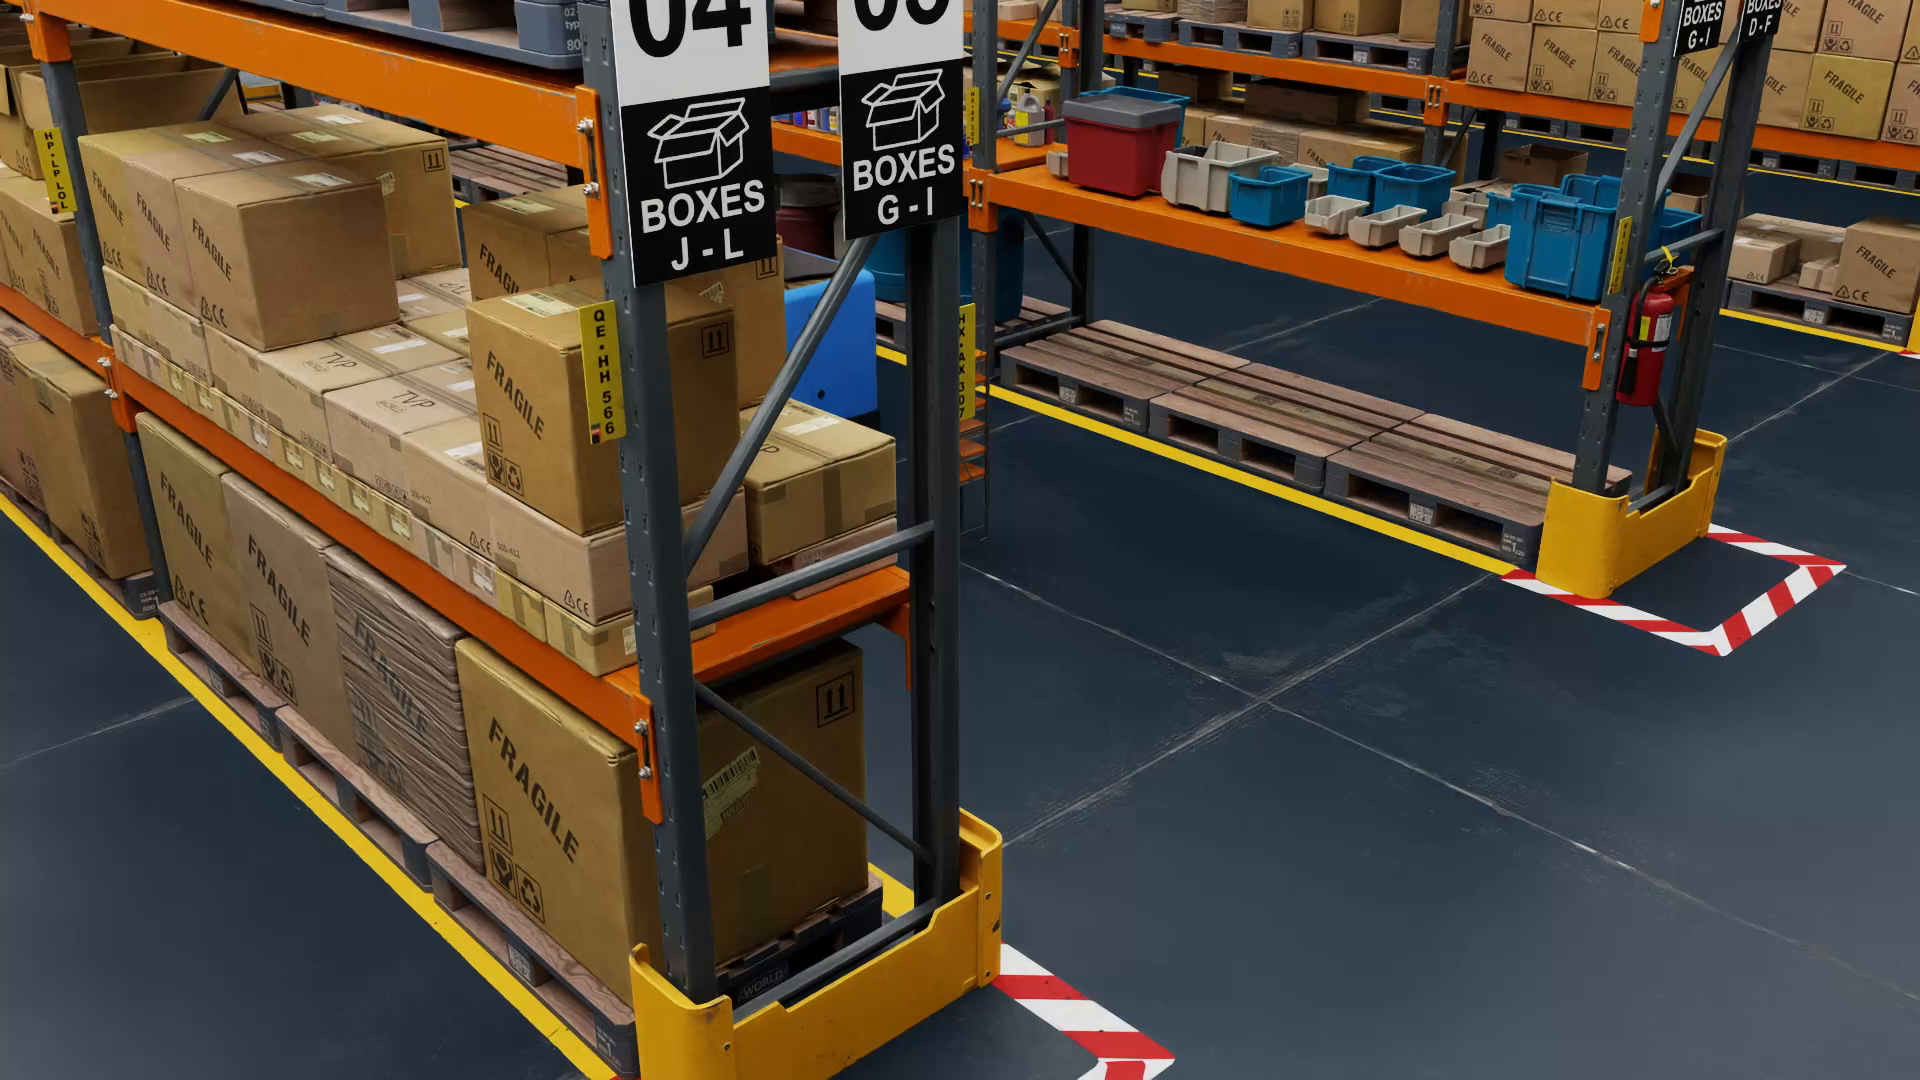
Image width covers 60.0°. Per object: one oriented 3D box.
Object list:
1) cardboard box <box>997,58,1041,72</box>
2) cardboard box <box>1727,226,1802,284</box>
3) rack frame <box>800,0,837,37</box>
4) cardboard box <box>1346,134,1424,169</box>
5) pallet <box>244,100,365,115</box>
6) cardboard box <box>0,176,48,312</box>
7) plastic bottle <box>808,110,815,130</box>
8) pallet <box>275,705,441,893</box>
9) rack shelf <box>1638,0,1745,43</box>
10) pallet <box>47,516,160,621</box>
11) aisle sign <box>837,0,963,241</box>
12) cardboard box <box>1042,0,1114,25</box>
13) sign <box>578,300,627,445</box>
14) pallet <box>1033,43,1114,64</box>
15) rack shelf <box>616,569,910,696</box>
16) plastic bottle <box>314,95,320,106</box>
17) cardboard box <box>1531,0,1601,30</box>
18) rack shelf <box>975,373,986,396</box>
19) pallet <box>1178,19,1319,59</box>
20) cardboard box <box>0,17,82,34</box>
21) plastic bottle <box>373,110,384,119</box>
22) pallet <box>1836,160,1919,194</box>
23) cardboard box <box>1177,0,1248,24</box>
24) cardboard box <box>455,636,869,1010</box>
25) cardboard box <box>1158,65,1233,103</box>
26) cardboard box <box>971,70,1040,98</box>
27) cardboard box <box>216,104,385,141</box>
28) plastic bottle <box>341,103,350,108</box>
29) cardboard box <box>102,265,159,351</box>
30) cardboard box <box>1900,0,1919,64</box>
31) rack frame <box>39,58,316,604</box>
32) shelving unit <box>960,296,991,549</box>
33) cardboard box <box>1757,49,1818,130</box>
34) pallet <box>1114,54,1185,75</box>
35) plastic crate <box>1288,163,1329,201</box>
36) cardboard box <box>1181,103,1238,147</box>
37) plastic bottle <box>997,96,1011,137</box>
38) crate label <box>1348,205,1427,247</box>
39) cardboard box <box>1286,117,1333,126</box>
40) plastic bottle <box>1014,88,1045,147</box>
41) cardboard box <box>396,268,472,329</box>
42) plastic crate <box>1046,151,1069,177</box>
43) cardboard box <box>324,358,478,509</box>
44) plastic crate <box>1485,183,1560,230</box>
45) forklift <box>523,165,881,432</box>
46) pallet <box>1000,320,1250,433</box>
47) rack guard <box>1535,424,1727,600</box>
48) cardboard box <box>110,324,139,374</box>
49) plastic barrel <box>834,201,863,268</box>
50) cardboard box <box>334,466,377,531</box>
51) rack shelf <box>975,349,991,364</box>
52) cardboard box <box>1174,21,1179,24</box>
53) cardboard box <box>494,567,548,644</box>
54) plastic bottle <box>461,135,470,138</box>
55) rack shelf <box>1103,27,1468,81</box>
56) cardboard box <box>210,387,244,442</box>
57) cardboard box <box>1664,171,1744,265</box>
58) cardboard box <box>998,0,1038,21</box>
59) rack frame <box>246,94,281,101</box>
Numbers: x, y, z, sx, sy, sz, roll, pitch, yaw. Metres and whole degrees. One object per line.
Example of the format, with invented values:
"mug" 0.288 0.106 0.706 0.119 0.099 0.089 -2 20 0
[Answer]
"cardboard box" 0.505 -4.878 17.459 0.500 0.311 0.500 -22 33 -40
"cardboard box" 5.650 -2.045 11.902 0.500 0.250 0.500 -21 32 -38
"rack frame" -1.373 -6.340 18.534 1.000 3.000 0.127 -21 32 -38
"cardboard box" 3.548 -3.048 13.798 0.500 0.500 0.500 -21 32 -39
"pallet" -7.088 -4.622 18.127 1.003 0.211 1.213 -21 32 -38
"cardboard box" -3.991 -1.369 7.516 0.500 0.500 0.500 -20 31 -37
"plastic bottle" -0.973 -2.852 11.126 0.097 0.201 0.097 0 25 0
"pallet" -1.838 0.784 6.278 1.003 0.211 1.213 -21 32 -38
"rack shelf" 1.843 -2.944 8.342 1.077 0.370 4.000 -21 32 -38
"pallet" -3.722 -0.051 8.108 1.003 0.211 1.213 -21 32 -38
"aisle sign" -0.137 -1.142 4.006 0.394 0.787 0.004 -21 32 -38
"cardboard box" 1.144 -5.210 16.165 0.500 0.311 0.500 -19 31 -35
"sign" -0.811 -0.380 3.789 0.100 0.325 0.005 -21 32 -38
"pallet" 1.755 -6.671 22.620 1.003 0.211 1.213 -21 32 -38
"rack shelf" -1.772 -0.263 5.844 0.919 0.124 3.809 -21 32 -38
"plastic bottle" -6.572 -4.401 17.026 0.061 0.283 0.133 -21 32 -38
"cardboard box" 4.564 -4.038 12.163 0.500 0.500 0.500 -22 33 -40
"rack shelf" -0.010 -0.728 7.929 0.258 0.103 0.180 -21 32 -38
"pallet" 2.693 -4.453 14.629 1.003 0.211 1.213 -21 32 -38
"cardboard box" -4.942 -2.397 8.561 0.797 0.503 0.637 -20 31 -37
"plastic bottle" -5.642 -4.045 16.163 0.144 0.351 0.185 -22 33 -40
"pallet" 9.009 -3.432 15.519 1.003 0.211 1.213 -21 32 -38
"cardboard box" 2.359 -4.875 14.695 0.700 0.500 0.500 -15 28 -29
"cardboard box" -0.901 0.709 5.136 0.875 0.875 0.875 -21 32 -38
"cardboard box" 2.213 -4.300 15.640 0.500 0.250 0.500 -20 31 -37
"cardboard box" 0.463 -4.568 16.781 0.500 0.311 0.500 -22 32 -39
"cardboard box" -2.630 -1.452 6.738 0.500 0.500 0.500 -20 31 -37
"plastic bottle" -6.102 -4.217 16.631 0.152 0.276 0.135 -21 32 -38
"cardboard box" -3.009 -0.958 6.558 0.500 0.250 0.500 -22 32 -39
"cardboard box" 6.324 -3.262 10.461 0.500 0.500 0.500 -22 32 -39
"rack frame" -3.139 -1.107 7.063 1.000 3.000 0.127 -21 32 -38
"shelving unit" -0.010 -0.550 8.011 0.258 1.200 0.189 -21 32 -38
"cardboard box" 5.630 -3.118 11.349 0.500 0.500 0.500 -21 32 -38
"pallet" 2.773 -6.243 21.680 1.003 0.211 1.213 -21 32 -38
"plastic crate" 1.886 -1.978 9.216 0.293 0.136 0.466 -21 32 -38
"cardboard box" 2.164 -3.662 15.145 0.500 0.500 0.500 -22 32 -39
"plastic bottle" 0.287 -2.786 10.897 0.097 0.271 0.097 0 25 0
"crate label" 2.125 -1.573 8.329 0.396 0.136 0.243 -21 32 -38
"cardboard box" 3.233 -3.507 14.805 0.500 0.500 0.500 -21 32 -38
"plastic bottle" 0.445 -2.701 10.616 0.144 0.351 0.185 -21 32 -38
"cardboard box" -1.941 -0.805 6.222 0.500 0.250 0.500 -20 32 -37
"plastic crate" 0.690 -2.238 9.788 0.396 0.136 0.243 -21 32 -38
"cardboard box" -1.624 -0.342 5.208 0.500 0.250 0.500 22 33 40
"plastic crate" 2.832 -1.619 8.315 0.416 0.233 0.300 -21 32 -38
"forklift" -1.826 -2.074 9.264 1.130 2.935 3.031 -22 33 -40
"pallet" 1.007 -1.032 10.258 1.003 0.211 1.213 -21 32 -38
"rack guard" 3.236 -0.160 7.998 1.175 0.500 0.348 -21 32 -38
"cardboard box" -3.180 -0.809 6.712 0.380 0.149 0.250 -21 32 -38
"plastic barrel" -0.688 -2.152 11.845 0.421 0.512 0.421 0 25 0
"cardboard box" -1.766 -0.183 5.340 0.380 0.149 0.250 -21 32 -38
"rack shelf" -0.010 -0.837 7.880 0.258 0.103 0.180 -21 32 -38
"cardboard box" 3.145 -6.449 21.254 0.700 0.500 0.500 -22 32 -39
"cardboard box" -1.068 0.126 4.662 0.380 0.149 0.250 -21 32 -38
"plastic bottle" -4.889 -4.116 16.415 0.097 0.271 0.097 0 25 0
"rack shelf" 2.728 -4.284 14.658 0.919 0.124 3.809 -21 32 -38
"cardboard box" -2.464 -0.493 6.020 0.380 0.149 0.250 -22 32 -39
"cardboard box" 5.382 -2.413 12.403 0.797 0.503 0.637 -21 32 -38
"cardboard box" 0.544 -5.208 16.355 0.380 0.149 0.250 -21 32 -38
"rack frame" -7.726 -6.148 18.113 1.000 3.000 0.127 -21 32 -38
